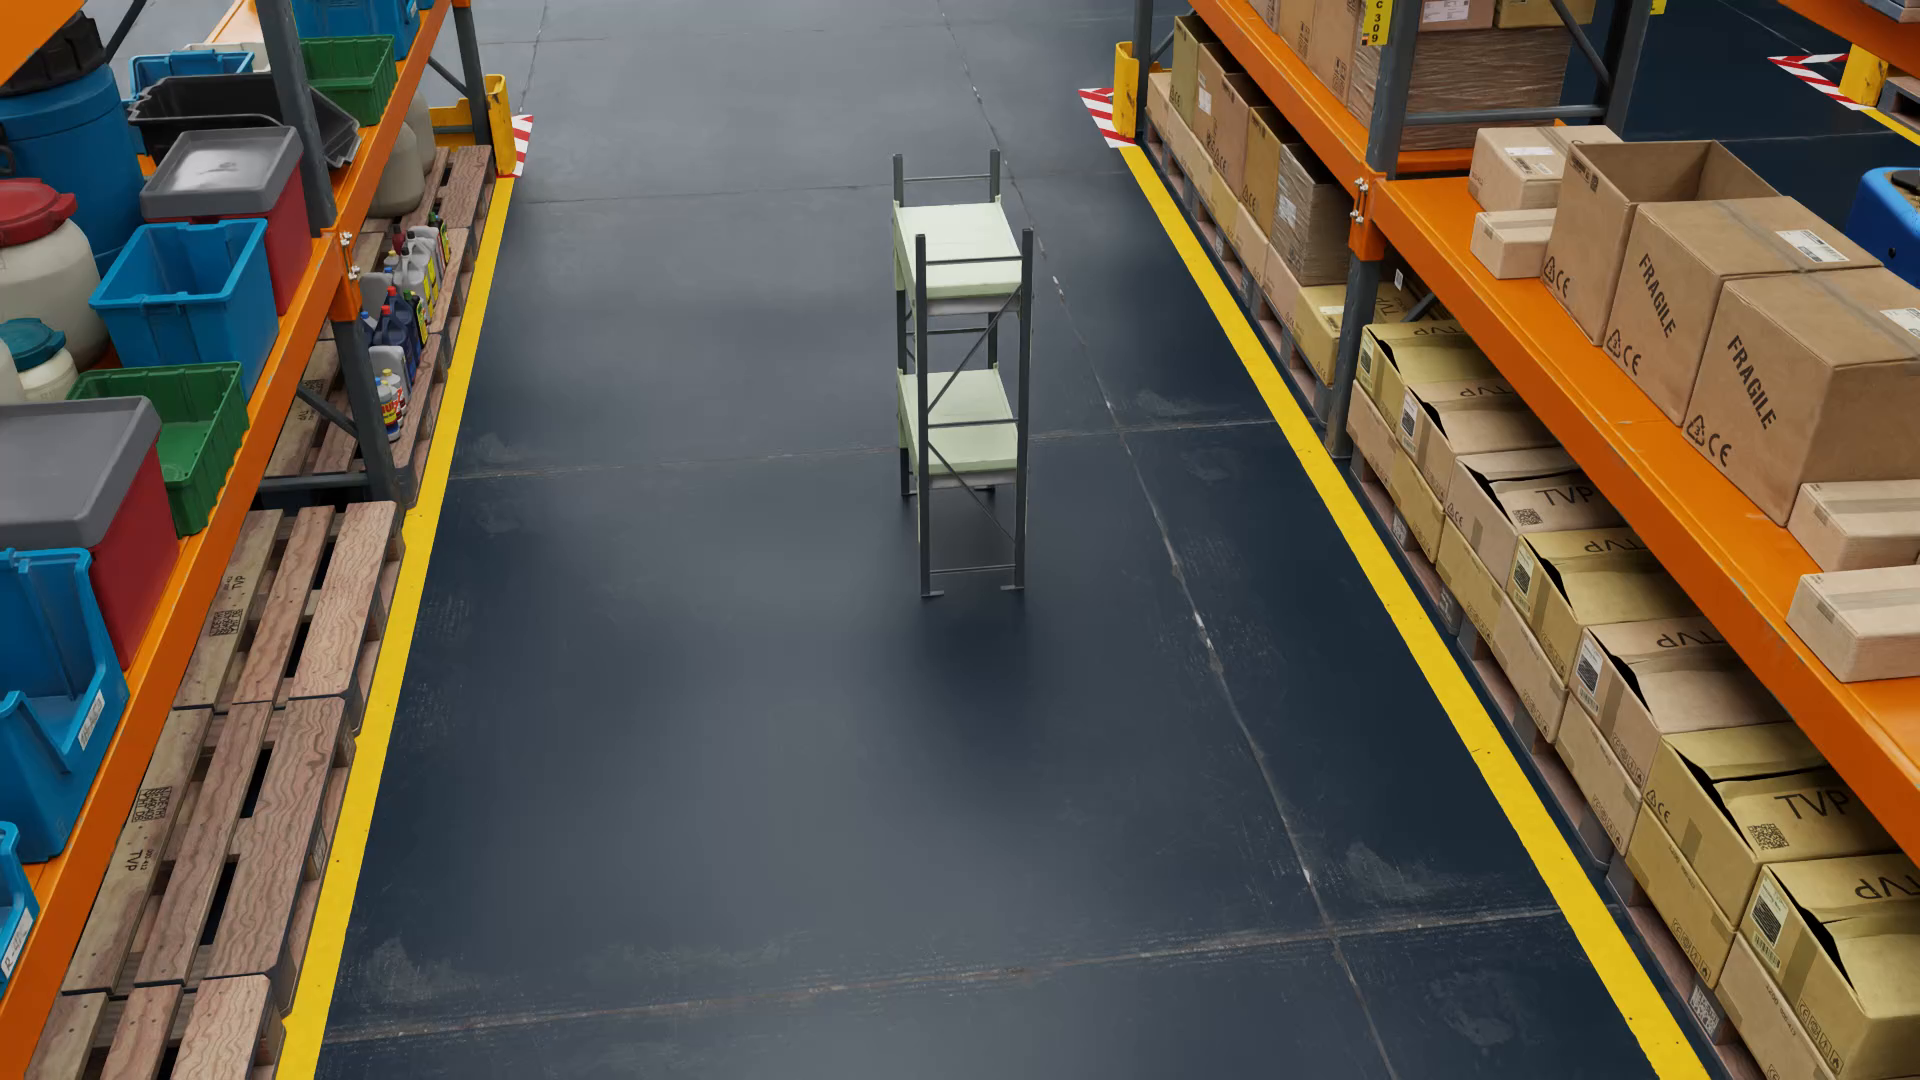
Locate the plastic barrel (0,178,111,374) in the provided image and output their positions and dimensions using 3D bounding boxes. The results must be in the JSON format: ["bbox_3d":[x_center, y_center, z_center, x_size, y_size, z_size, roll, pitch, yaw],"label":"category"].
[{"bbox_3d":[-2.885,-0.790,5.125,0.433,0.535,0.433,0,34,0],"label":"plastic barrel"}]

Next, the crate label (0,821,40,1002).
[{"bbox_3d":[-1.944,0.753,3.130,0.303,0.233,0.416,-4,35,-6],"label":"crate label"}]

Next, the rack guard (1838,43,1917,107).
[{"bbox_3d":[6.493,-3.192,10.990,1.175,0.500,0.348,-4,35,-6],"label":"rack guard"}]

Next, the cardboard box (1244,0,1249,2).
[{"bbox_3d":[1.761,-3.099,8.546,0.700,0.500,0.500,-4,34,-6],"label":"cardboard box"}]

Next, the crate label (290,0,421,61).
[{"bbox_3d":[-2.819,-2.525,7.760,0.502,0.435,0.616,-4,35,-6],"label":"crate label"}]

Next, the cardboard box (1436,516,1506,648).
[{"bbox_3d":[2.061,0.123,5.975,0.500,0.250,0.500,-5,35,-8],"label":"cardboard box"}]

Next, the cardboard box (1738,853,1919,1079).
[{"bbox_3d":[2.336,1.032,4.143,0.500,0.311,0.500,-3,34,-5],"label":"cardboard box"}]

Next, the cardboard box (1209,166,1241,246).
[{"bbox_3d":[1.626,-1.774,8.758,0.500,0.250,0.500,-4,35,-6],"label":"cardboard box"}]

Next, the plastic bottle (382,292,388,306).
[{"bbox_3d":[-2.576,-1.005,7.594,0.097,0.271,0.097,0,34,0],"label":"plastic bottle"}]

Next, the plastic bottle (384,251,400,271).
[{"bbox_3d":[-2.749,-1.311,8.104,0.097,0.201,0.097,0,34,0],"label":"plastic bottle"}]

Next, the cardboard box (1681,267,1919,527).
[{"bbox_3d":[2.409,-0.402,4.587,0.500,0.500,0.500,-6,35,-9],"label":"cardboard box"}]

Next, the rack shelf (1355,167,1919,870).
[{"bbox_3d":[2.382,-0.244,5.084,1.077,0.370,4.000,-4,35,-6],"label":"rack shelf"}]

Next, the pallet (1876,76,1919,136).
[{"bbox_3d":[6.567,-2.616,10.402,1.003,0.211,1.213,-4,35,-6],"label":"pallet"}]

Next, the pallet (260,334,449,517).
[{"bbox_3d":[-2.845,-0.510,7.311,1.003,0.211,1.213,-4,35,-6],"label":"pallet"}]

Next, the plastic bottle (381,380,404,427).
[{"bbox_3d":[-2.418,-0.578,7.028,0.097,0.201,0.097,0,34,0],"label":"plastic bottle"}]

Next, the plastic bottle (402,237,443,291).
[{"bbox_3d":[-2.627,-1.361,8.112,0.152,0.276,0.135,-5,35,-8],"label":"plastic bottle"}]

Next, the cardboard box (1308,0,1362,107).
[{"bbox_3d":[1.969,-2.240,7.284,0.700,0.500,0.500,-5,35,-7],"label":"cardboard box"}]

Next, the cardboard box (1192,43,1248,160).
[{"bbox_3d":[1.575,-2.364,8.958,0.500,0.500,0.500,-4,35,-6],"label":"cardboard box"}]

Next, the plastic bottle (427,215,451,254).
[{"bbox_3d":[-2.653,-1.551,8.456,0.097,0.201,0.097,0,34,0],"label":"plastic bottle"}]

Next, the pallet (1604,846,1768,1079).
[{"bbox_3d":[2.578,1.264,4.707,1.003,0.211,1.213,-4,35,-6],"label":"pallet"}]

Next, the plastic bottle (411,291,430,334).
[{"bbox_3d":[-2.534,-1.057,7.732,0.097,0.201,0.097,0,34,0],"label":"plastic bottle"}]

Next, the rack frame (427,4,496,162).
[{"bbox_3d":[-3.334,-3.517,9.247,1.000,3.000,0.127,-4,35,-6],"label":"rack frame"}]

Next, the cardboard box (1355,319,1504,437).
[{"bbox_3d":[1.921,-0.677,6.651,0.500,0.311,0.500,-4,35,-6],"label":"cardboard box"}]

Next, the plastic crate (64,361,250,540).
[{"bbox_3d":[-2.282,-0.247,4.636,0.450,0.188,0.662,-4,35,-6],"label":"plastic crate"}]

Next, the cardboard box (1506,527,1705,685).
[{"bbox_3d":[2.129,0.181,5.392,0.500,0.311,0.500,-3,34,-5],"label":"cardboard box"}]

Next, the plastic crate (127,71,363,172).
[{"bbox_3d":[-2.741,-1.561,6.432,0.767,0.338,0.504,-4,35,-6],"label":"plastic crate"}]

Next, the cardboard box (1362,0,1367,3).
[{"bbox_3d":[1.832,-2.241,6.710,0.380,0.149,0.250,-5,35,-7],"label":"cardboard box"}]

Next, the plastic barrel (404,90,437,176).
[{"bbox_3d":[-3.170,-2.301,9.299,0.421,0.512,0.421,0,34,0],"label":"plastic barrel"}]

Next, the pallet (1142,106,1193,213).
[{"bbox_3d":[1.719,-2.314,9.958,1.003,0.211,1.213,-4,35,-6],"label":"pallet"}]

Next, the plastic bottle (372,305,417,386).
[{"bbox_3d":[-2.494,-0.854,7.301,0.144,0.351,0.185,-3,34,-5],"label":"plastic bottle"}]

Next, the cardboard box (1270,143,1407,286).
[{"bbox_3d":[1.778,-1.527,7.730,0.500,0.500,0.500,-4,35,-6],"label":"cardboard box"}]

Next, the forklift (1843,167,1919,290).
[{"bbox_3d":[5.369,-1.606,6.503,3.031,2.935,1.130,3,34,4],"label":"forklift"}]

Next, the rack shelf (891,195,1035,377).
[{"bbox_3d":[-0.001,-0.946,6.113,0.431,0.370,0.720,-4,35,-6],"label":"rack shelf"}]

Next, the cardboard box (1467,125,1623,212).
[{"bbox_3d":[2.222,-1.324,6.163,0.500,0.250,0.500,-2,34,-3],"label":"cardboard box"}]

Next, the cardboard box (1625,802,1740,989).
[{"bbox_3d":[2.265,0.975,4.725,0.500,0.250,0.500,-5,35,-7],"label":"cardboard box"}]

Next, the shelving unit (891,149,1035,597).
[{"bbox_3d":[-0.001,-0.623,6.333,0.431,1.500,0.755,-4,35,-6],"label":"shelving unit"}]

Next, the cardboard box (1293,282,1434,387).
[{"bbox_3d":[1.834,-0.937,7.530,0.500,0.250,0.500,-4,35,-6],"label":"cardboard box"}]

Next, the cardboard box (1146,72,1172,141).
[{"bbox_3d":[1.426,-2.611,9.986,0.500,0.250,0.500,-4,35,-6],"label":"cardboard box"}]

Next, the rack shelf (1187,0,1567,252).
[{"bbox_3d":[1.844,-2.476,8.359,1.077,0.370,4.000,-4,35,-6],"label":"rack shelf"}]

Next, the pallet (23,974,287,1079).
[{"bbox_3d":[-2.324,1.665,4.120,1.003,0.211,1.213,-4,35,-6],"label":"pallet"}]

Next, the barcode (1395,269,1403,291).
[{"bbox_3d":[1.734,-1.029,6.573,0.001,0.075,0.075,-4,35,-6],"label":"barcode"}]
